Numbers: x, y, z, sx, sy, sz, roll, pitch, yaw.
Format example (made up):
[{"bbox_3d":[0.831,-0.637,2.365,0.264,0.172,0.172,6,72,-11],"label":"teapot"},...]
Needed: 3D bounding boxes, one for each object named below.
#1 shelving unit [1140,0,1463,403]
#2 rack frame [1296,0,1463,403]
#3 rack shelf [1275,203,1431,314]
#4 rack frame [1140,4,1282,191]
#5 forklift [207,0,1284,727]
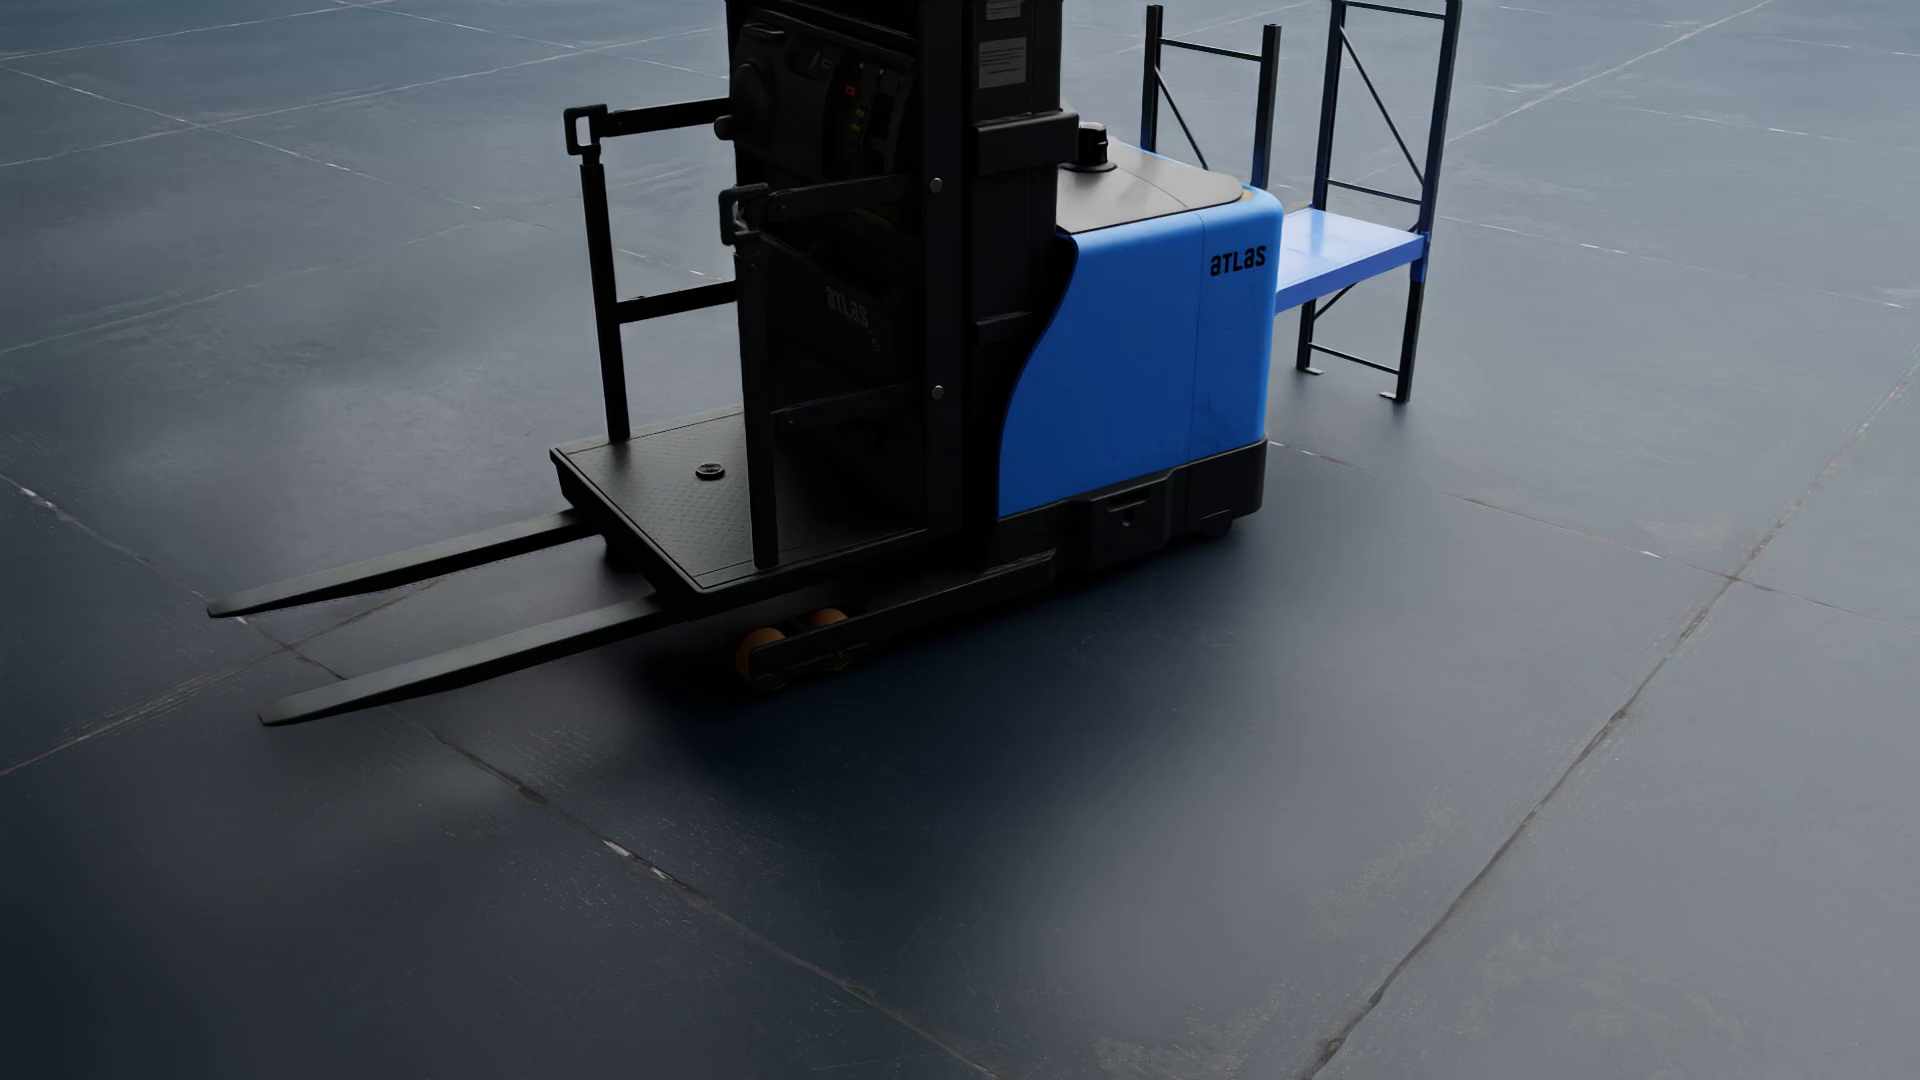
[{"bbox_3d":[1.141,-1.105,5.754,1.048,1.500,0.538,-24,36,-38],"label":"shelving unit"},{"bbox_3d":[1.509,-1.267,6.066,0.032,1.500,0.500,-24,36,-38],"label":"rack frame"},{"bbox_3d":[1.141,-0.945,5.837,1.000,0.185,0.538,-24,36,-38],"label":"rack shelf"},{"bbox_3d":[0.774,-0.944,5.442,0.032,1.500,0.500,-24,36,-38],"label":"rack frame"},{"bbox_3d":[-0.550,-1.172,4.326,3.031,2.935,1.130,-16,32,-29],"label":"forklift"}]
